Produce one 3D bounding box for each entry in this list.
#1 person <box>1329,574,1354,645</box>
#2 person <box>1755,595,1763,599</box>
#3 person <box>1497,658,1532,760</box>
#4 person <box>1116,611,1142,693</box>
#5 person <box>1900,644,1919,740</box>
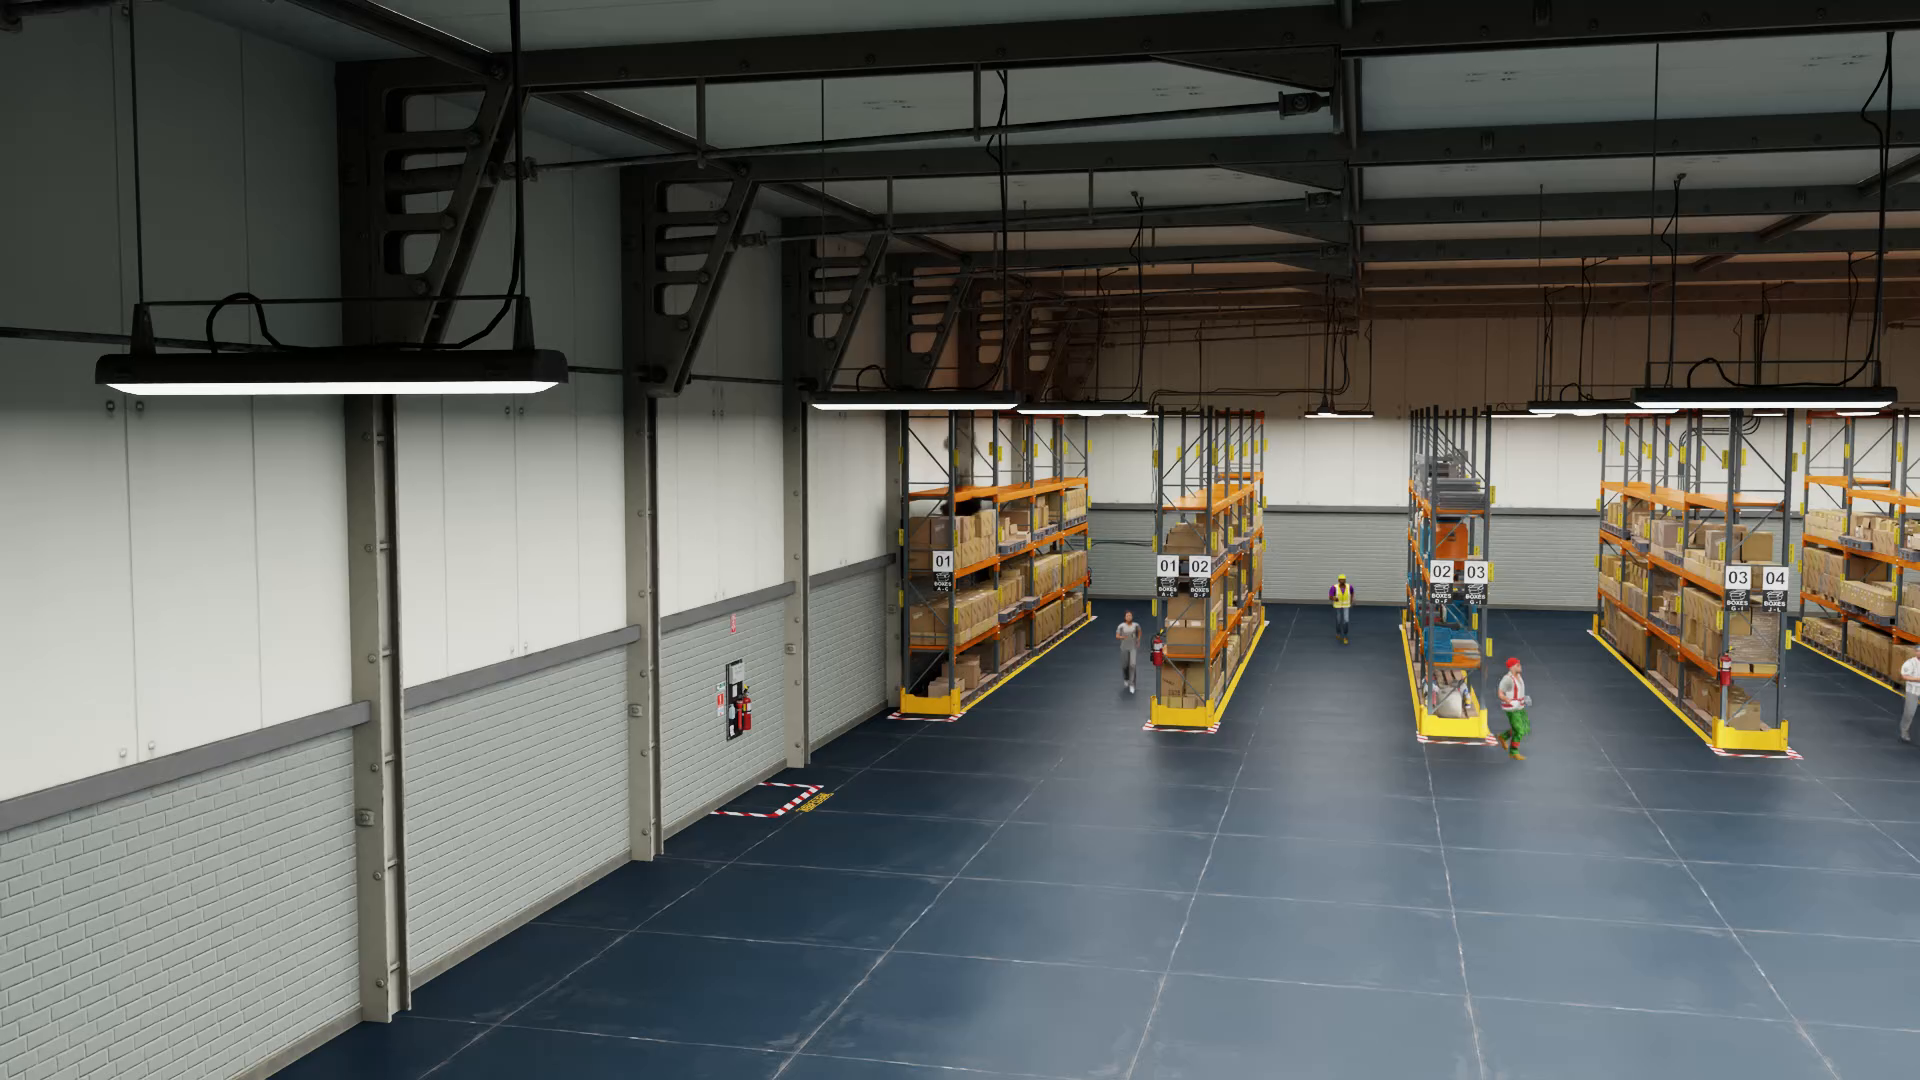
[{"bbox_3d":[9.821,1.776,42.833,0.629,1.812,0.826,1,4,12],"label":"person"},{"bbox_3d":[20.814,1.728,43.609,0.895,1.743,0.690,-3,5,-40],"label":"person"},{"bbox_3d":[9.311,2.844,28.113,0.544,1.737,0.682,4,6,43],"label":"person"},{"bbox_3d":[3.576,2.336,35.255,0.560,1.688,0.904,0,4,3],"label":"person"},{"bbox_3d":[16.927,2.729,29.382,0.635,1.830,0.892,1,4,8],"label":"person"}]
